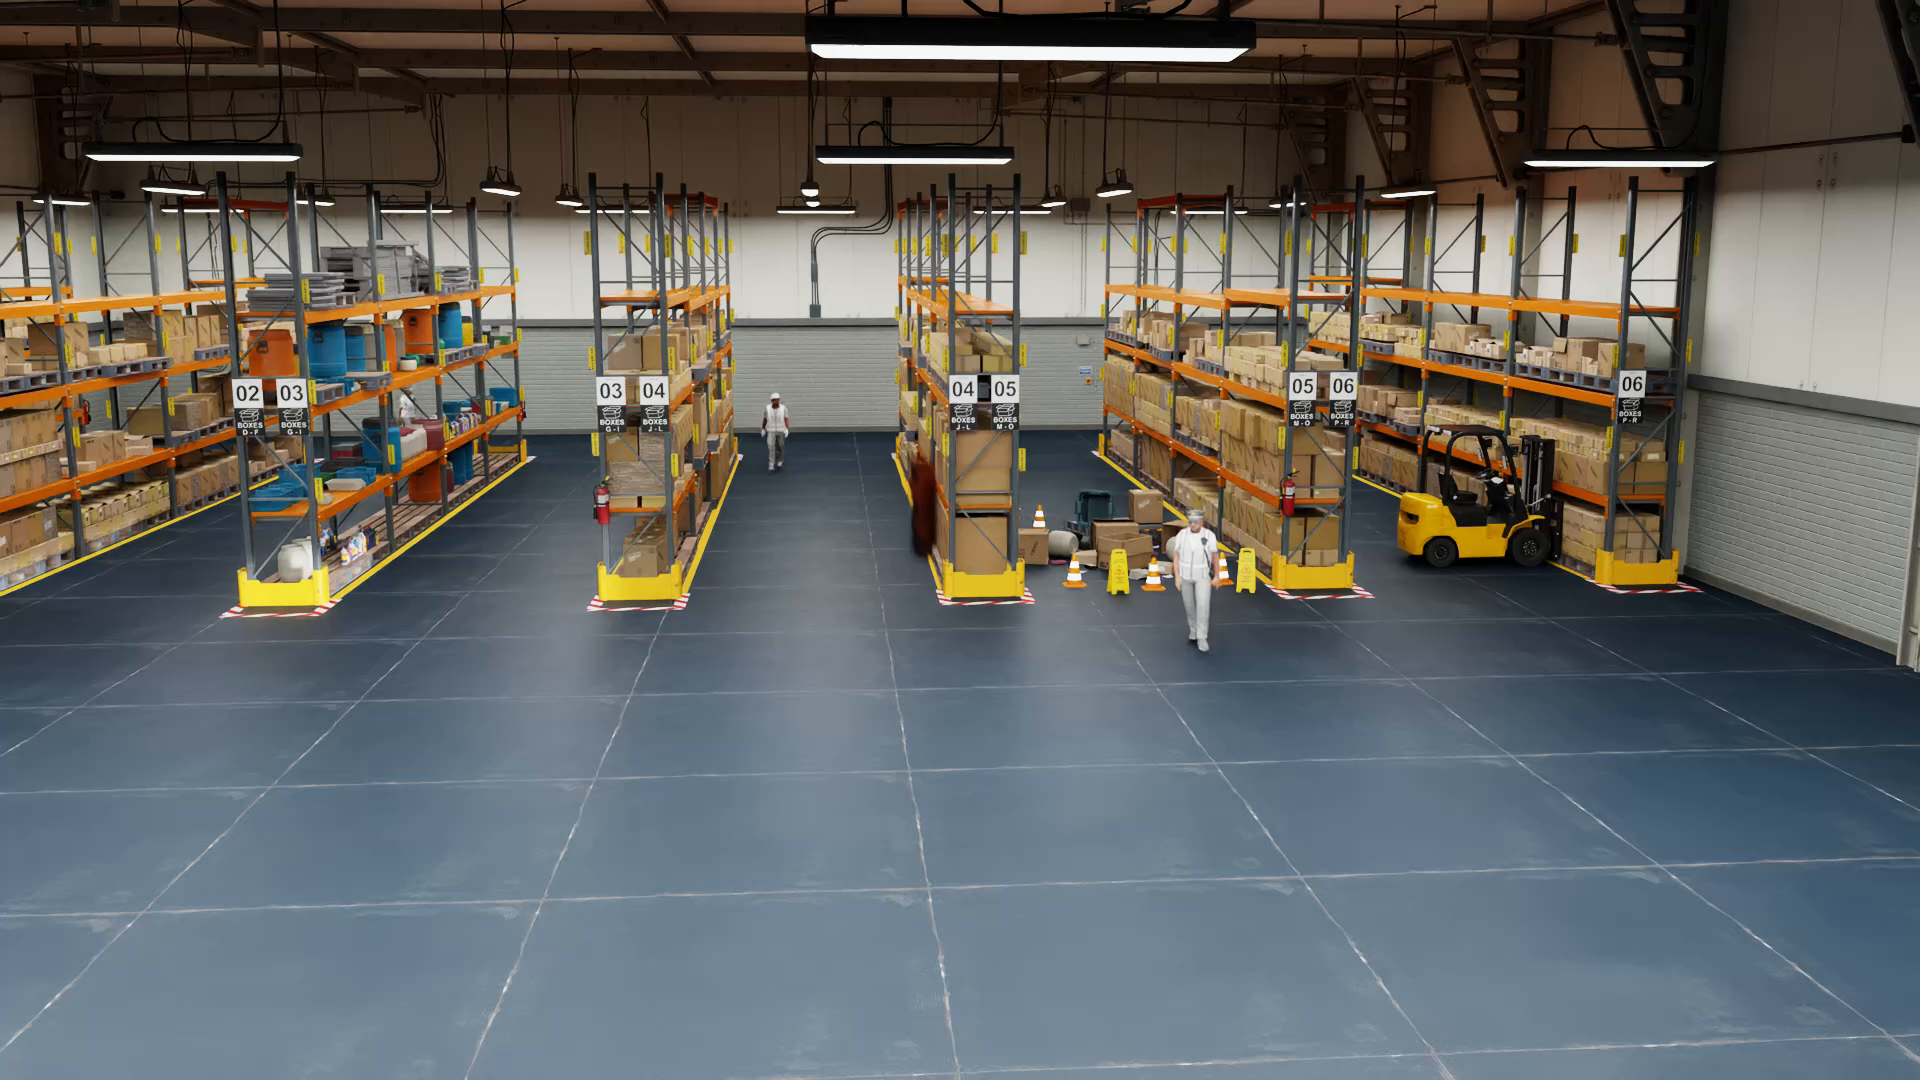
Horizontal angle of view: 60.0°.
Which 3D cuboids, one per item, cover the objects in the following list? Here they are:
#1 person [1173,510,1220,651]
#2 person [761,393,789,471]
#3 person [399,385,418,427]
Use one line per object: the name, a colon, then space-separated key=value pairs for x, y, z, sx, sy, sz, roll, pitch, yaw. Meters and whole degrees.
person: x=2.962 y=0.471 z=20.965 sx=0.597 sy=1.710 sz=0.924 roll=4 pitch=11 yaw=22
person: x=-4.159 y=-2.460 z=37.474 sx=0.617 sy=1.714 sz=1.054 roll=-2 pitch=10 yaw=-9
person: x=-13.730 y=-3.043 z=41.246 sx=1.013 sy=1.613 sz=0.452 roll=4 pitch=11 yaw=19
